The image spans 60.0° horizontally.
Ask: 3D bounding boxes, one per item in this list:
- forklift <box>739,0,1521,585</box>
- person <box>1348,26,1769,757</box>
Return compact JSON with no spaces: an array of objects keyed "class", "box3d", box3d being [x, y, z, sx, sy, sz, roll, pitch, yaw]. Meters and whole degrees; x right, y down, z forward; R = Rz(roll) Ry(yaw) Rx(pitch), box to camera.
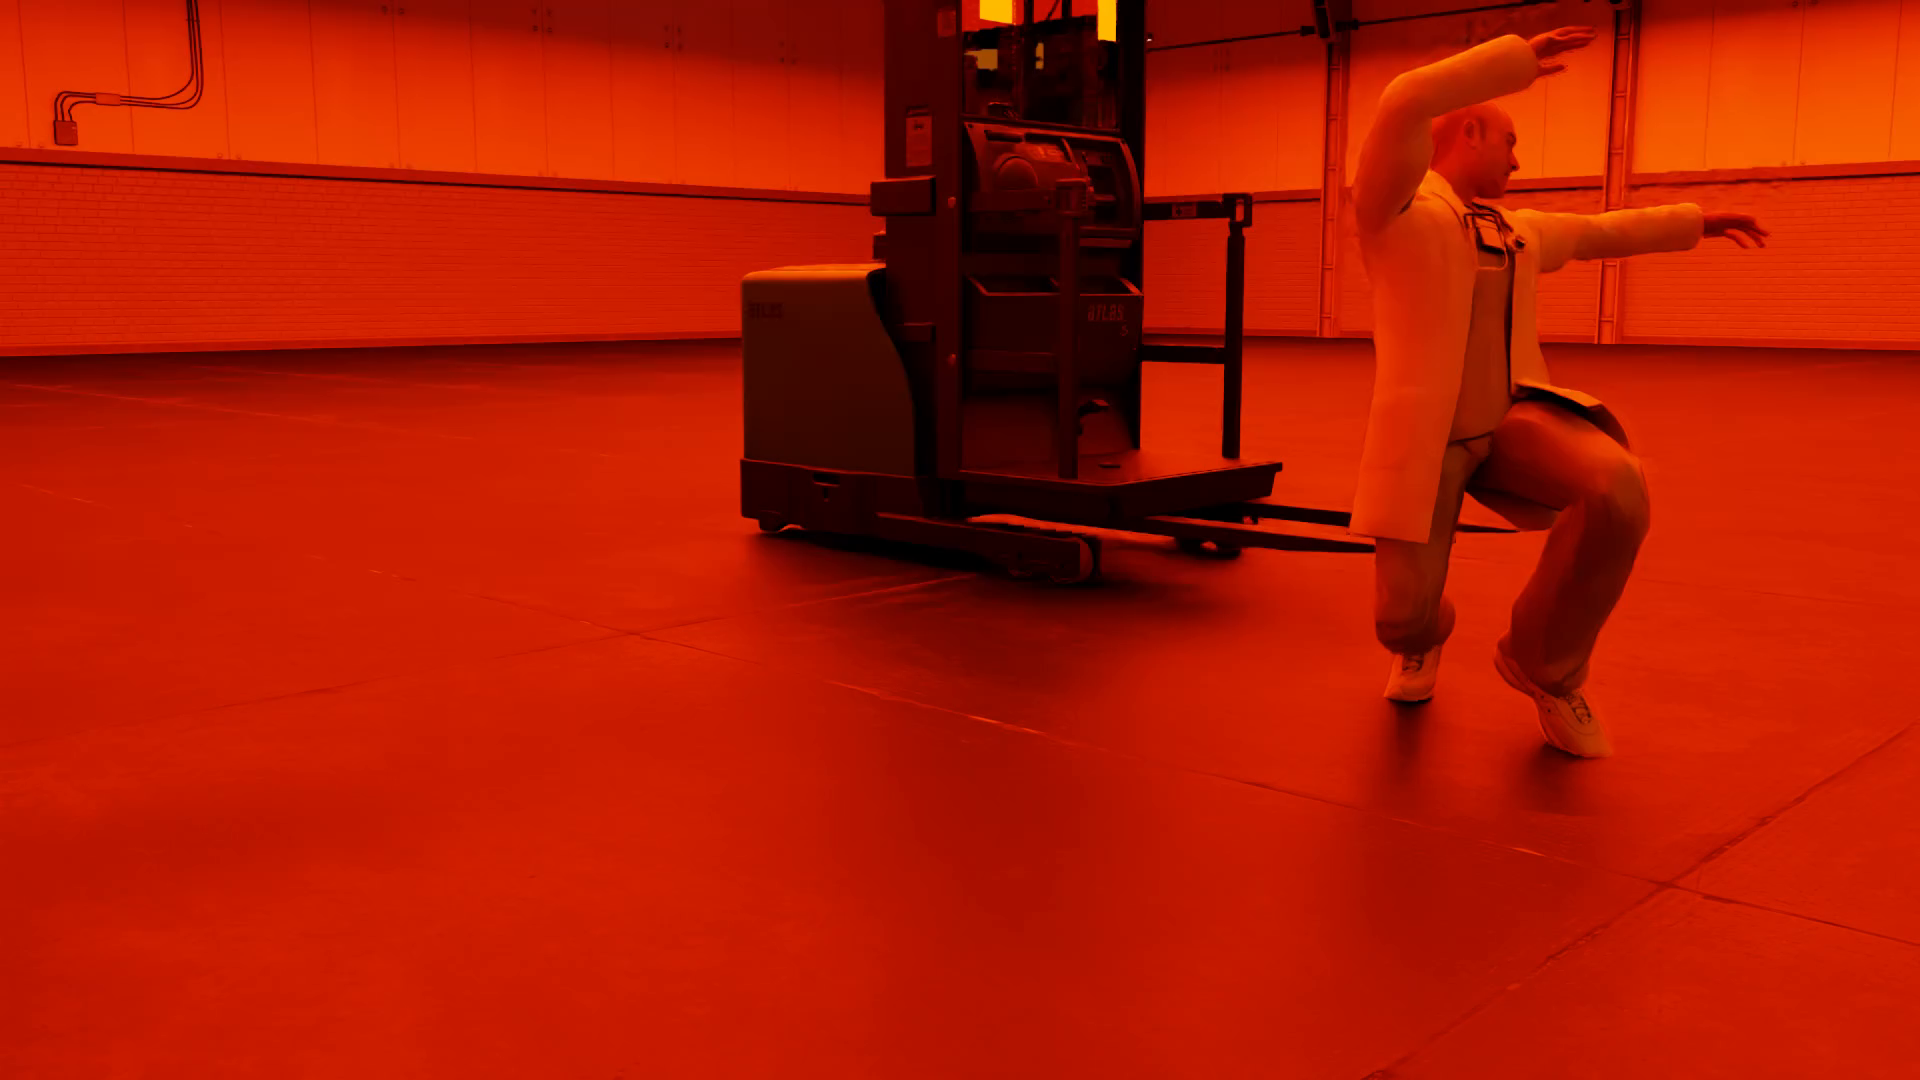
[{"class":"forklift","box3d":[0.511,-1.382,6.055,3.031,2.935,1.130,8,12,42]},{"class":"person","box3d":[1.474,-0.345,3.846,1.165,1.620,0.903,-1,9,-5]}]
